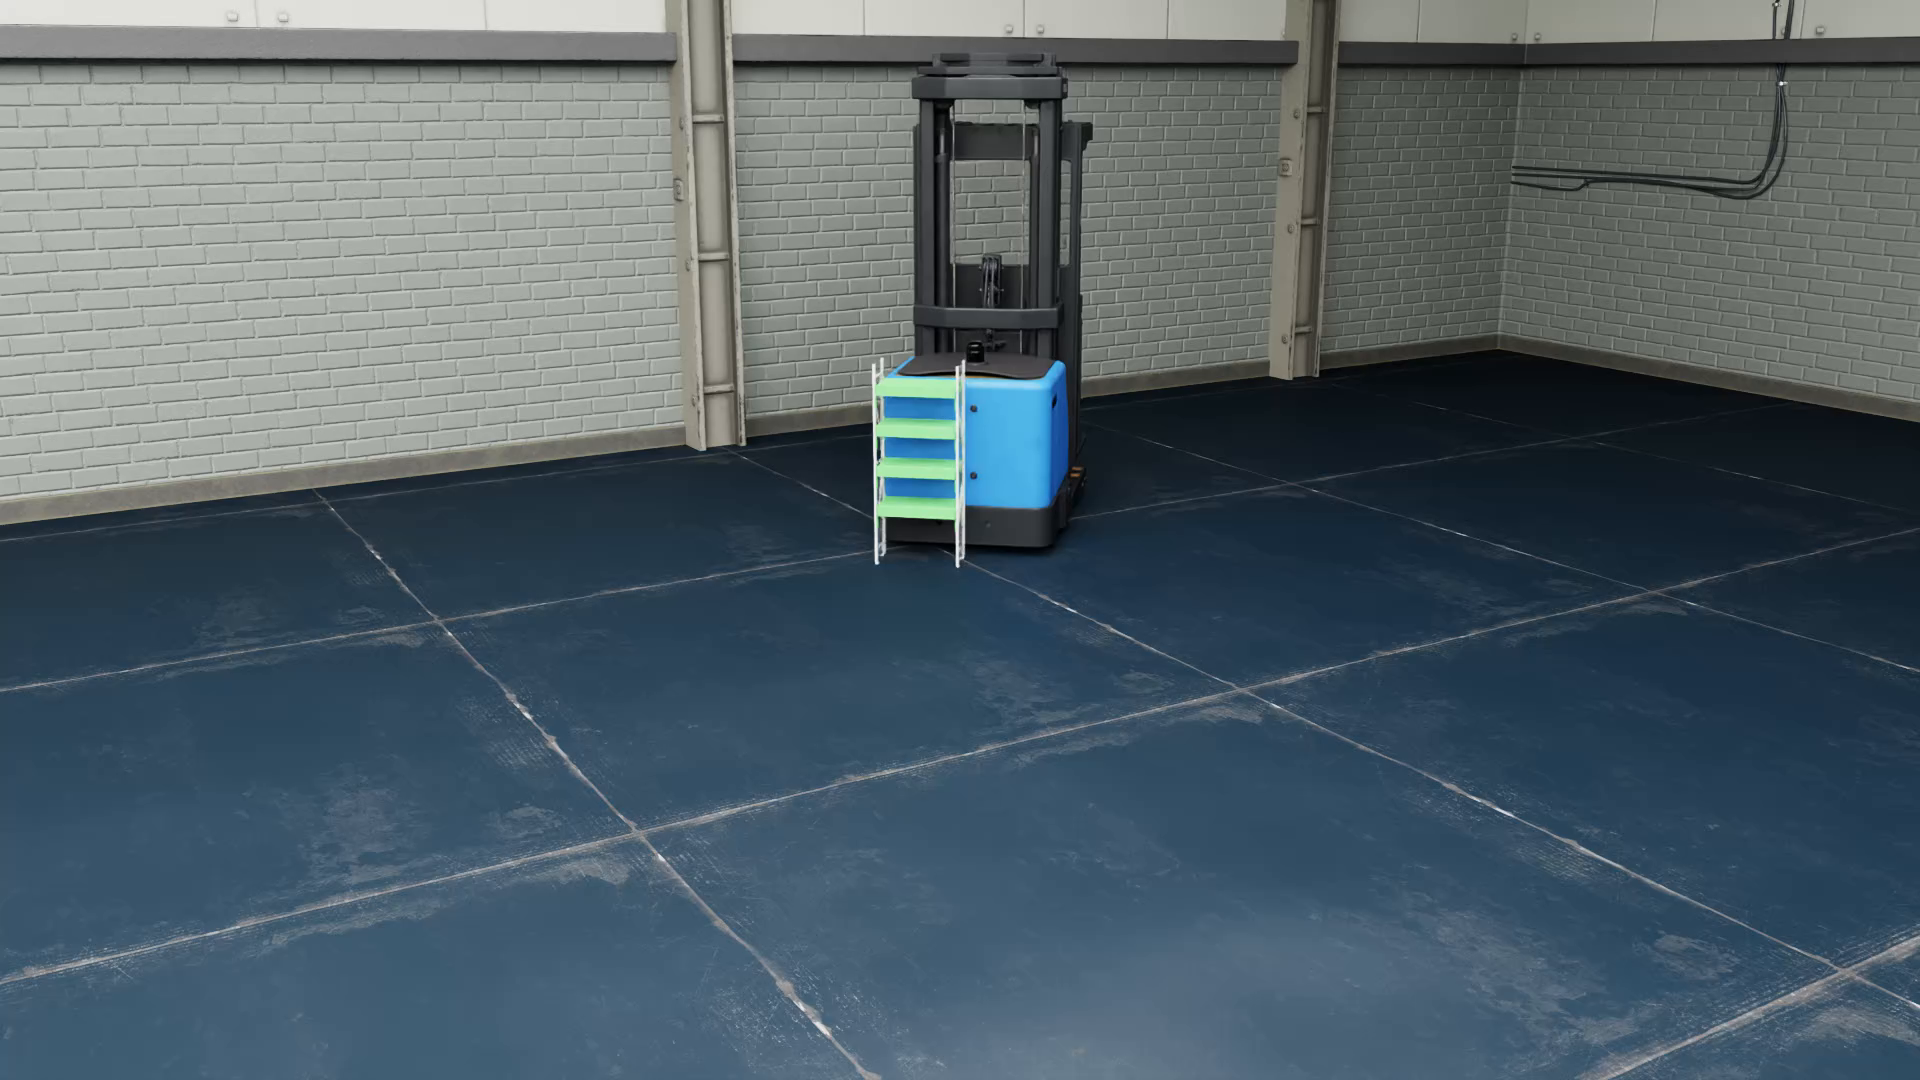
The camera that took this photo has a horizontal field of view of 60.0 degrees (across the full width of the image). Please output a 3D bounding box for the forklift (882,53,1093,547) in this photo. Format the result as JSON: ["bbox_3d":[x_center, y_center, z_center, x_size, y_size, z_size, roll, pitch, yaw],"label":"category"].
[{"bbox_3d":[0.283,-1.719,11.111,1.130,2.935,3.031,3,16,10],"label":"forklift"}]

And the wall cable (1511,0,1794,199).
[{"bbox_3d":[6.426,-4.528,15.644,0.112,2.526,3.097,-9,18,-30],"label":"wall cable"}]

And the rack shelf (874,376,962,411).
[{"bbox_3d":[-0.238,-0.854,9.693,0.480,0.148,0.258,3,16,9],"label":"rack shelf"}]

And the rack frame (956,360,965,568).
[{"bbox_3d":[0.003,-0.443,9.767,0.015,1.200,0.240,3,16,9],"label":"rack frame"}]

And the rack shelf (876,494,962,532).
[{"bbox_3d":[-0.238,-0.161,9.888,0.480,0.148,0.258,3,16,9],"label":"rack shelf"}]

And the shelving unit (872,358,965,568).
[{"bbox_3d":[-0.238,-0.454,9.806,0.503,1.200,0.258,3,16,9],"label":"shelving unit"}]

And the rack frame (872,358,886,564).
[{"bbox_3d":[-0.478,-0.465,9.845,0.015,1.200,0.240,3,16,9],"label":"rack frame"}]

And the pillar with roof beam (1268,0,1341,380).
[{"bbox_3d":[5.437,-4.924,11.303,0.400,9.000,9.100,-9,18,-30],"label":"pillar with roof beam"}]

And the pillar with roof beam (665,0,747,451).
[{"bbox_3d":[0.294,-4.090,8.327,0.400,9.000,9.100,-9,18,-30],"label":"pillar with roof beam"}]

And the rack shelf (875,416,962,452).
[{"bbox_3d":[-0.238,-0.623,9.758,0.480,0.148,0.258,3,16,9],"label":"rack shelf"}]

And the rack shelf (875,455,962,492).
[{"bbox_3d":[-0.238,-0.392,9.823,0.480,0.148,0.258,3,16,9],"label":"rack shelf"}]
